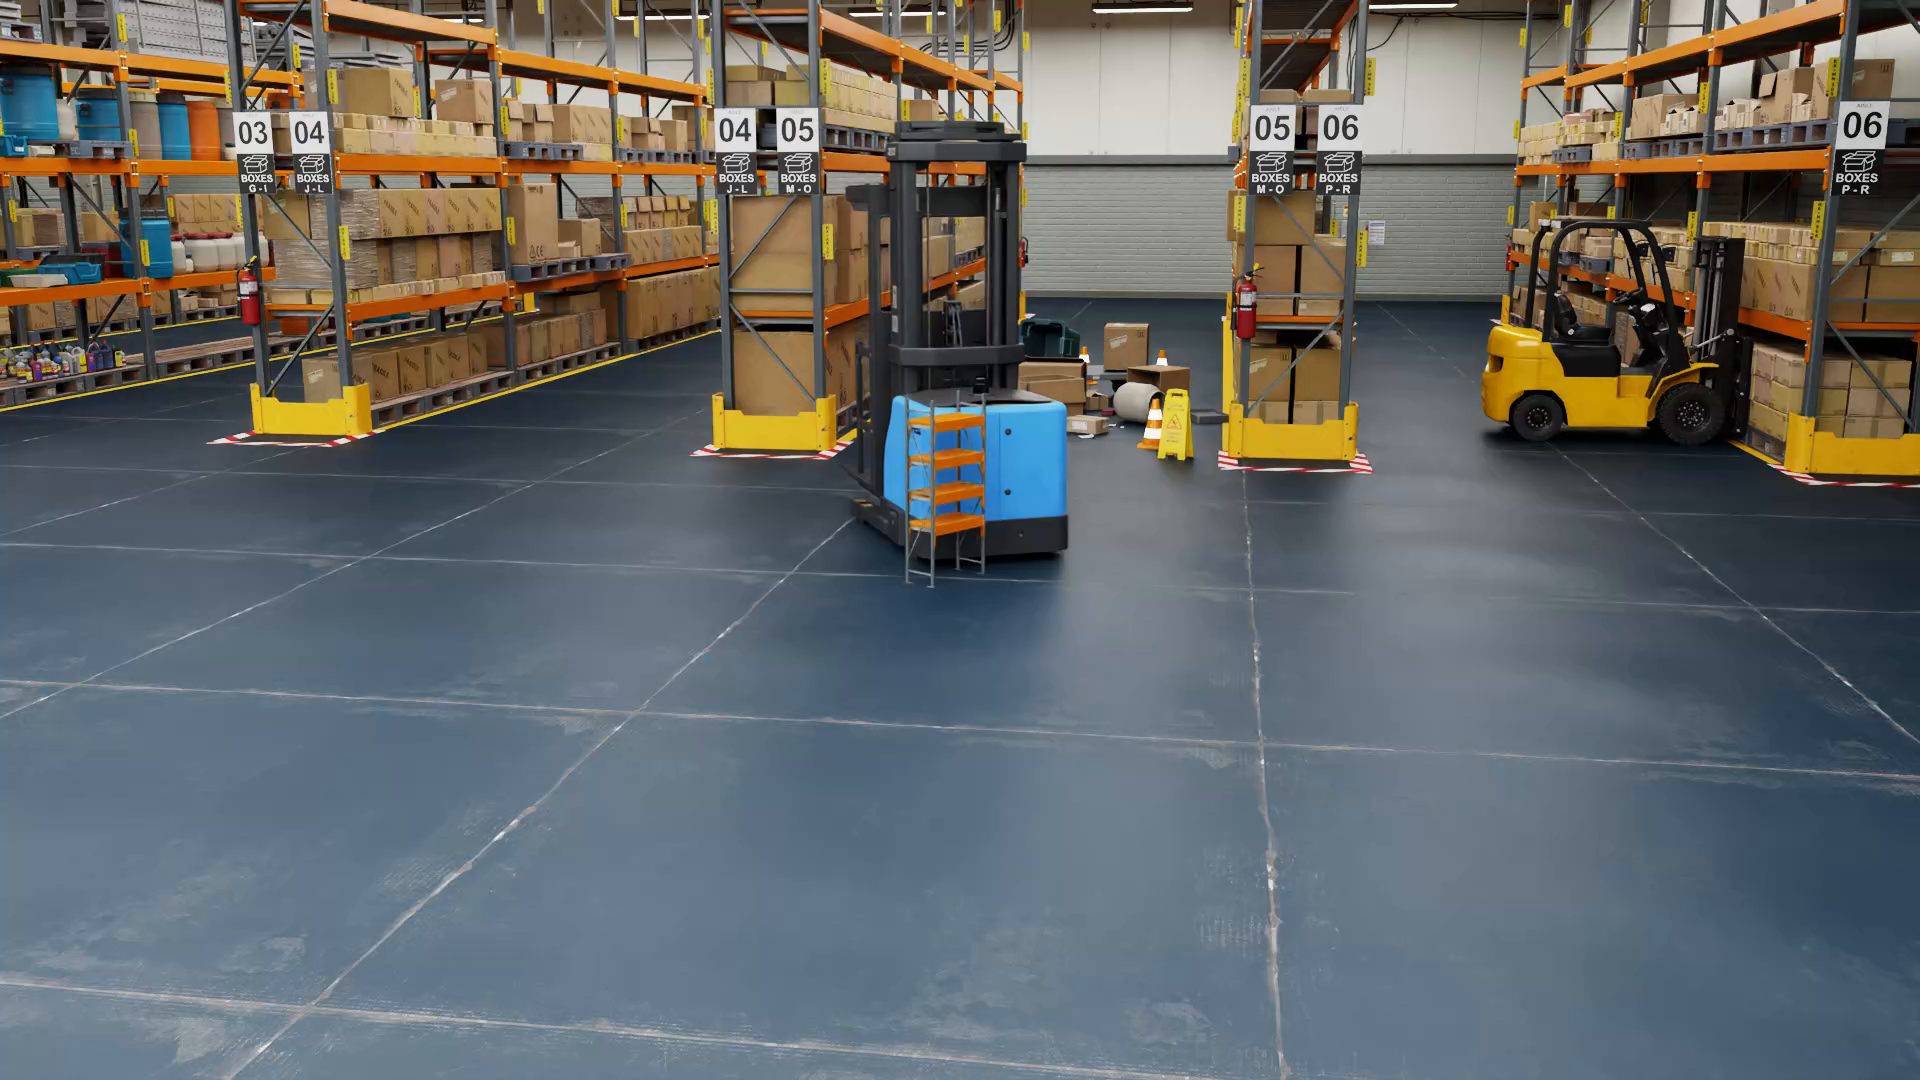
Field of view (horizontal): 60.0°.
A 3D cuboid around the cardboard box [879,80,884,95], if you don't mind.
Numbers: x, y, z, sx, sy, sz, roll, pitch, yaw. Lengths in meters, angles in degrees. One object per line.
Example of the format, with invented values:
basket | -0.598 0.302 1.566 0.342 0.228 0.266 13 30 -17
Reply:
cardboard box | -1.042 -4.960 18.238 0.380 0.149 0.250 2 12 10

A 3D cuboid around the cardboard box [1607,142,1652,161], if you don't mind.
cardboard box | 9.082 -5.257 22.502 0.500 0.250 0.500 1 12 7

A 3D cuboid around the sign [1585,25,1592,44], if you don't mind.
sign | 11.018 -8.859 29.147 0.100 0.325 0.005 2 12 9

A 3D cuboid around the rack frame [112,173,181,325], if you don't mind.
rack frame | -14.627 -5.385 29.859 1.000 3.000 0.127 2 12 9

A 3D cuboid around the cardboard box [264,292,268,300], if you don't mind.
cardboard box | -14.003 -4.845 33.035 0.380 0.166 0.250 2 12 9

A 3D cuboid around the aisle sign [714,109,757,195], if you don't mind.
aisle sign | -2.107 -3.649 15.635 0.394 0.787 0.004 2 12 9

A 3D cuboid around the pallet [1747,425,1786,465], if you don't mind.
pallet | 8.089 -0.881 15.581 1.003 0.211 1.213 2 12 9

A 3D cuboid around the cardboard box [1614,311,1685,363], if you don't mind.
cardboard box | 9.133 -2.664 21.876 0.875 0.625 0.625 2 12 10

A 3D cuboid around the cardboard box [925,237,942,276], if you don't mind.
cardboard box | -0.528 -3.787 22.209 0.500 0.500 0.500 2 12 8

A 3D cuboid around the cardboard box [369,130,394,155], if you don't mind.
cardboard box | -6.282 -4.157 17.401 0.500 0.250 0.500 2 12 7

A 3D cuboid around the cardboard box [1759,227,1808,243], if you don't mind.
cardboard box | 7.957 -2.946 16.058 0.380 0.149 0.250 2 12 10

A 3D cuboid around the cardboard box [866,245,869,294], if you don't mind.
cardboard box | -1.491 -2.988 18.383 0.875 0.550 0.550 2 12 9

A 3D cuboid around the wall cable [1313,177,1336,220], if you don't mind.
wall cable | 7.815 -7.202 35.881 0.588 1.984 0.122 2 12 9

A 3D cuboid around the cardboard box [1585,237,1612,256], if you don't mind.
cardboard box | 9.085 -4.111 23.309 0.500 0.250 0.500 1 12 6

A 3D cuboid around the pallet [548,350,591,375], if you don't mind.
pallet | -5.766 -2.451 22.867 1.003 0.211 1.213 2 12 9

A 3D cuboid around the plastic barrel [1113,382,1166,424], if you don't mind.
plastic barrel | 1.929 -1.464 17.780 0.421 0.421 0.512 -10 16 -40

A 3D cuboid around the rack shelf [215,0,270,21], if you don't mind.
rack shelf | -14.320 -10.007 30.885 1.077 0.370 4.000 2 12 9

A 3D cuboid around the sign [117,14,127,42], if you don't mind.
sign | -10.422 -6.368 20.680 0.100 0.325 0.005 2 12 9

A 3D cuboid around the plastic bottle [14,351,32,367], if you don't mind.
plastic bottle | -11.442 -2.160 20.316 0.152 0.276 0.135 2 12 9

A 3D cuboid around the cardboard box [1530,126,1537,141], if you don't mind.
cardboard box | 9.996 -6.903 28.247 0.500 0.250 0.500 2 12 8

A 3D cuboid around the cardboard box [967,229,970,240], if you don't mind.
cardboard box | -0.062 -4.695 25.552 0.380 0.149 0.250 2 12 11

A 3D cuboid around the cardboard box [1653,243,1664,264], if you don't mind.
cardboard box | 8.607 -3.412 19.873 0.500 0.250 0.500 2 12 10

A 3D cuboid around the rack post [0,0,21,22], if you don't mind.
rack post | -11.312 -6.026 18.772 0.937 0.300 0.954 2 12 8

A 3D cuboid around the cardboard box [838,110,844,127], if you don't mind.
cardboard box | -1.352 -4.147 16.359 0.380 0.149 0.250 2 12 9

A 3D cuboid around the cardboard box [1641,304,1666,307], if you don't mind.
cardboard box | 9.698 -3.202 23.130 0.380 0.149 0.250 2 12 10

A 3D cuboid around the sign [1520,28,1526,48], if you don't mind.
sign | 9.937 -8.860 29.340 0.100 0.325 0.005 2 12 9

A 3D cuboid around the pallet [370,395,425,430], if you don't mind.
pallet | -6.513 -1.386 17.922 1.003 0.211 1.213 2 12 9

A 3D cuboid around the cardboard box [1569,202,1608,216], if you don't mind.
cardboard box | 10.350 -5.322 27.438 0.500 0.500 0.500 2 12 7

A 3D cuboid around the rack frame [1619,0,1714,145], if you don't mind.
rack frame | 9.243 -6.682 21.638 1.000 3.000 0.127 2 12 9

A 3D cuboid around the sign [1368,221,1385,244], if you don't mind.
sign | 8.985 -6.631 35.869 0.329 0.494 0.001 2 12 9

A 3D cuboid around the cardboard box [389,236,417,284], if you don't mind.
cardboard box | -6.495 -3.084 18.238 0.875 0.500 0.500 2 12 9

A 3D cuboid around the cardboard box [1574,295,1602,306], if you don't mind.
cardboard box | 9.442 -3.594 24.947 0.380 0.149 0.250 2 12 9

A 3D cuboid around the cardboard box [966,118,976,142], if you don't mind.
cardboard box | -0.121 -6.526 26.803 0.700 0.500 0.500 2 12 9

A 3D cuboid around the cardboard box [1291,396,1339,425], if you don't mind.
cardboard box | 3.505 -1.264 16.268 0.500 0.250 0.500 2 12 8

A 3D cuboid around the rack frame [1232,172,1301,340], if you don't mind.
rack frame | 4.953 -4.742 26.876 1.000 3.000 0.127 2 12 9

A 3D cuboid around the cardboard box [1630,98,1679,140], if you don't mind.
cardboard box | 8.891 -5.376 21.226 0.500 0.500 0.500 2 12 9

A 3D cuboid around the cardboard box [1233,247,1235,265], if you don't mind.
cardboard box | 4.366 -4.268 25.033 0.500 0.250 0.500 2 12 8

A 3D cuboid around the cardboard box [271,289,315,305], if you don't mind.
cardboard box | -6.845 -2.508 17.108 0.380 0.149 0.250 2 12 9

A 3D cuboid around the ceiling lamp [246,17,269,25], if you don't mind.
ceiling lamp | -15.999 -12.640 35.430 2.000 3.185 0.800 2 12 9

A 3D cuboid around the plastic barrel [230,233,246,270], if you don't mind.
plastic barrel | -10.360 -4.137 23.803 0.421 0.512 0.421 0 12 0

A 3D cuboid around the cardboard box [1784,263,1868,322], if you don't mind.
cardboard box | 7.829 -2.244 15.047 0.500 0.500 0.500 2 12 7

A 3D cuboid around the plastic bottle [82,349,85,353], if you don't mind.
plastic bottle | -10.958 -2.258 20.771 0.152 0.276 0.135 2 12 9

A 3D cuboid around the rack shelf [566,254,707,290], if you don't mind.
rack shelf | -5.147 -4.295 26.510 1.077 0.370 4.000 2 12 9

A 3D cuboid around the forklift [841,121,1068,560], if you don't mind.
forklift | -0.202 -1.564 12.292 1.130 2.935 3.031 -4 13 -18

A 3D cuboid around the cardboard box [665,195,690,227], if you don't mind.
cardboard box | -4.929 -5.469 27.632 0.797 0.503 0.637 2 12 7

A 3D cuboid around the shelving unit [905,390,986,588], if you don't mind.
shelving unit | -0.091 -0.334 10.692 0.258 1.200 0.503 11 16 41

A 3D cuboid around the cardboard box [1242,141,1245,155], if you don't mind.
cardboard box | 3.147 -4.098 17.363 0.380 0.149 0.250 2 12 8

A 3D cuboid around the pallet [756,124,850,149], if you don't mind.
pallet | -1.696 -3.961 16.343 1.003 0.211 1.213 2 12 9

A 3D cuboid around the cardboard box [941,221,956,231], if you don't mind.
cardboard box | -0.268 -4.568 24.256 0.380 0.149 0.250 2 12 7

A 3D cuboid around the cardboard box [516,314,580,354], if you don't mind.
cardboard box | -5.691 -2.849 22.983 0.700 0.500 0.500 3 13 13

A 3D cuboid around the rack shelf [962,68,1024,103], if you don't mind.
rack shelf | 0.354 -7.877 28.899 1.077 0.370 4.000 2 12 9

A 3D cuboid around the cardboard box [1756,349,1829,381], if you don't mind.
cardboard box | 7.848 -1.646 15.669 0.500 0.250 0.500 2 12 10
